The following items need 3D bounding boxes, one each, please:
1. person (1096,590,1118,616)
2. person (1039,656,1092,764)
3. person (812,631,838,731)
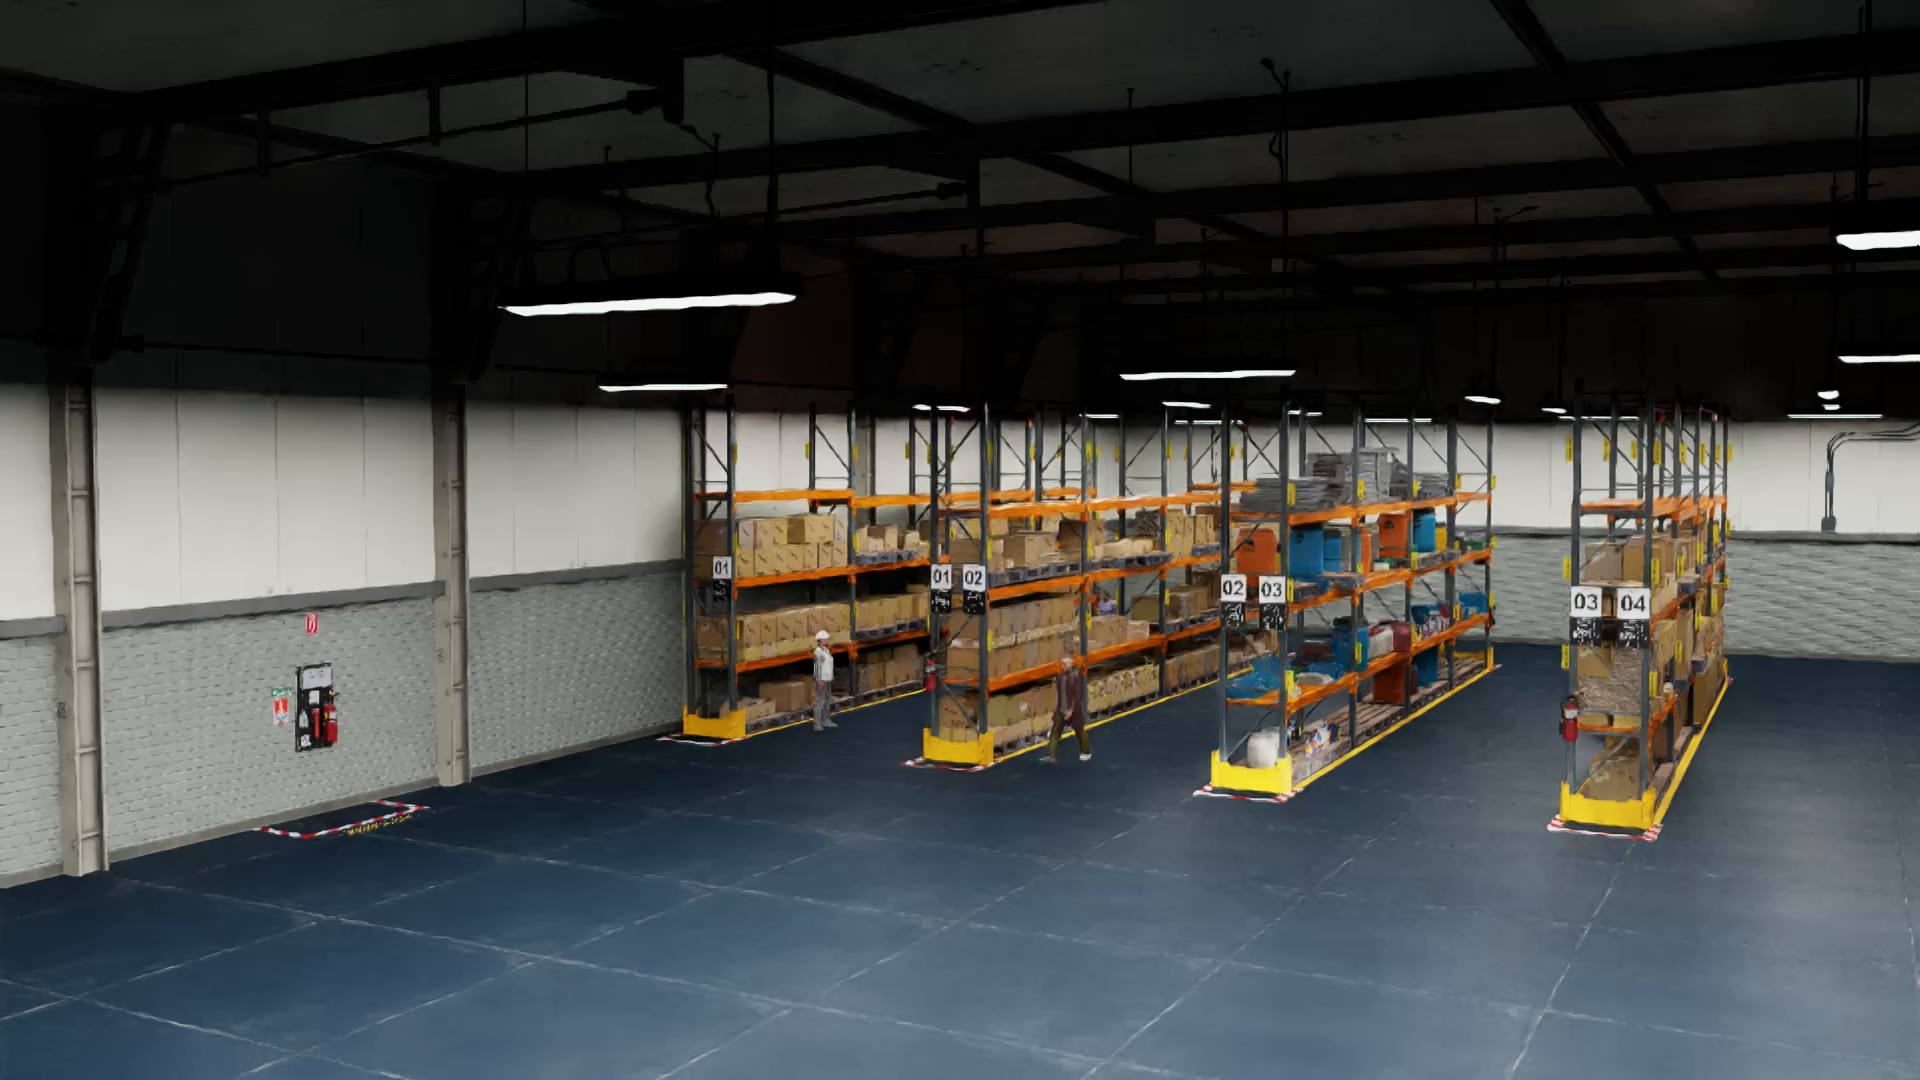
[{"bbox_3d":[3.675,2.037,41.357,0.625,1.596,0.517,1,3,25],"label":"person"},{"bbox_3d":[1.735,2.722,26.695,0.569,1.716,1.103,2,4,37],"label":"person"},{"bbox_3d":[-2.444,2.518,29.974,0.401,1.788,0.653,1,3,12],"label":"person"}]
